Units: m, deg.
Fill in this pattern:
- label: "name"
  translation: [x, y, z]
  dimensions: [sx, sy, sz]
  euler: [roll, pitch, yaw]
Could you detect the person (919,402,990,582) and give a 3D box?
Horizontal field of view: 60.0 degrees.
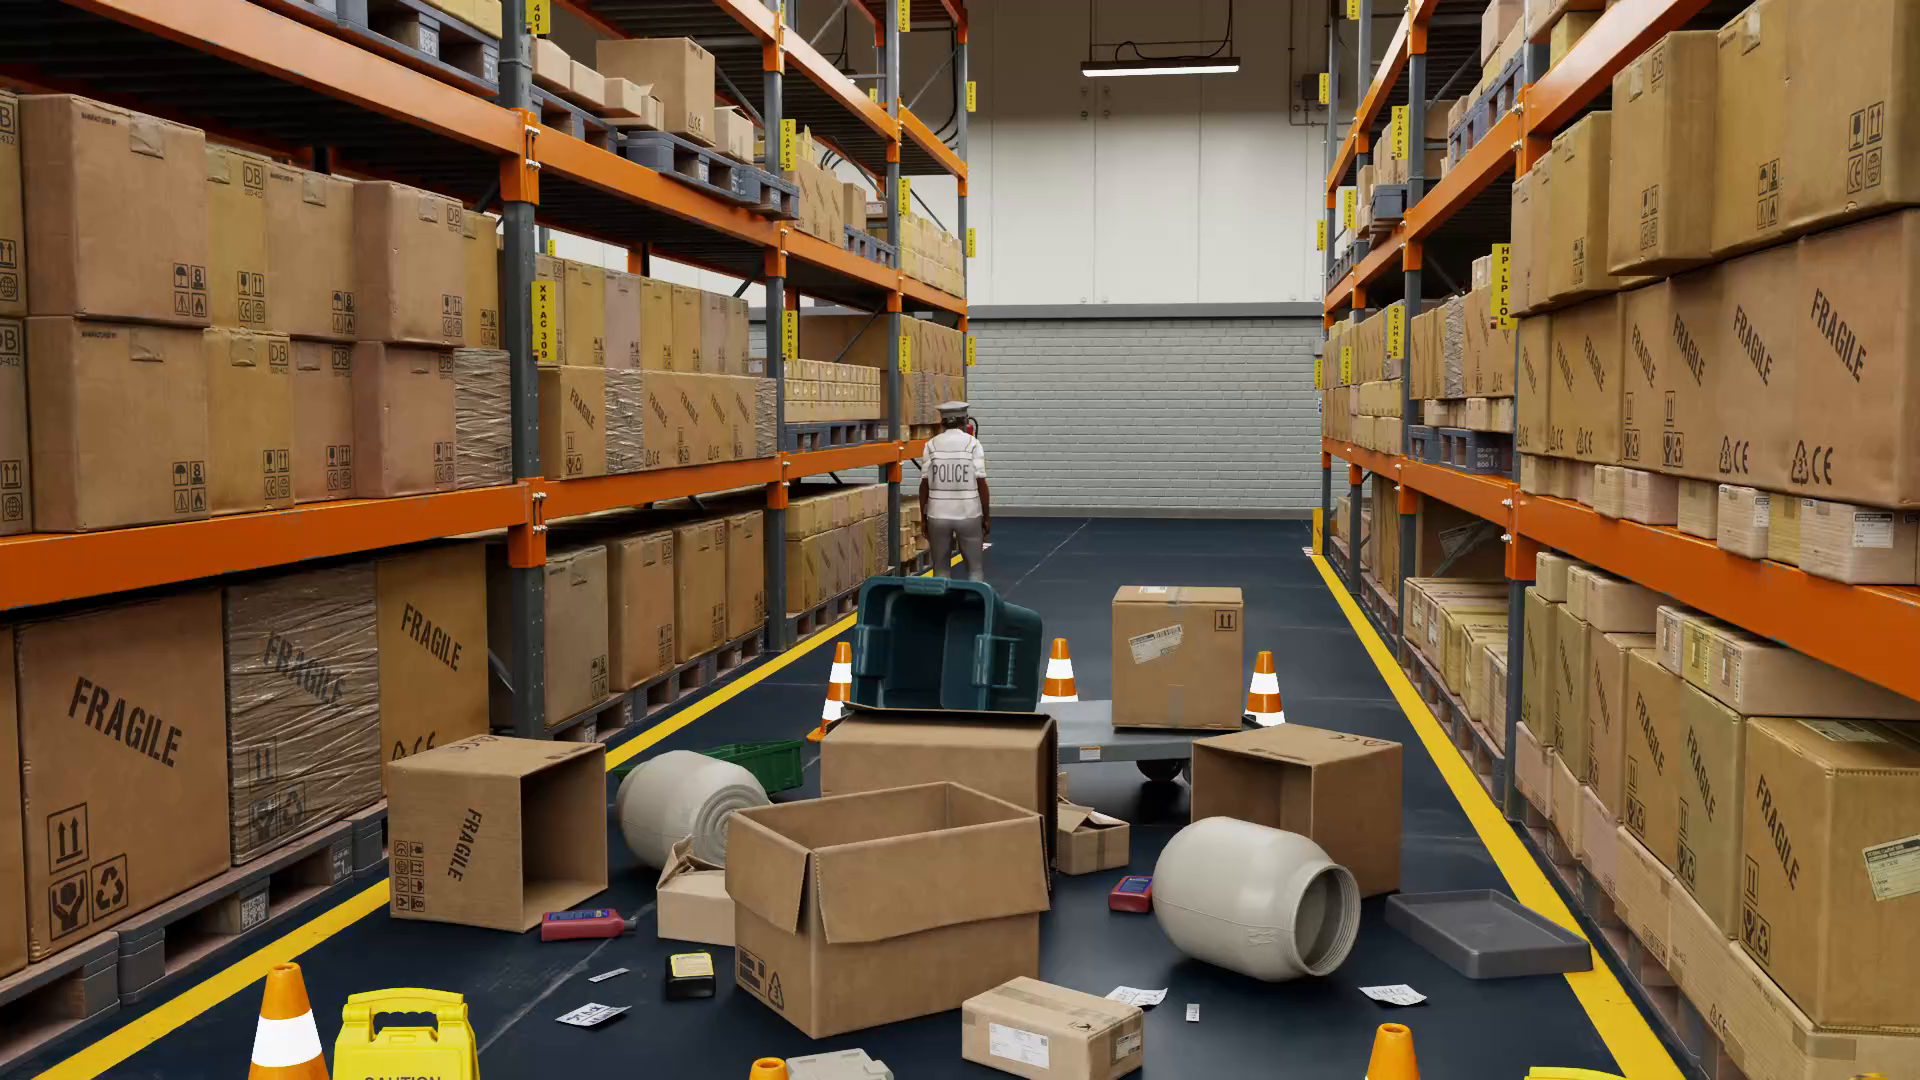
- label: "person"
  translation: [-0.028, -0.129, 11.534]
  dimensions: [0.503, 1.656, 0.421]
  euler: [1, 5, 8]
